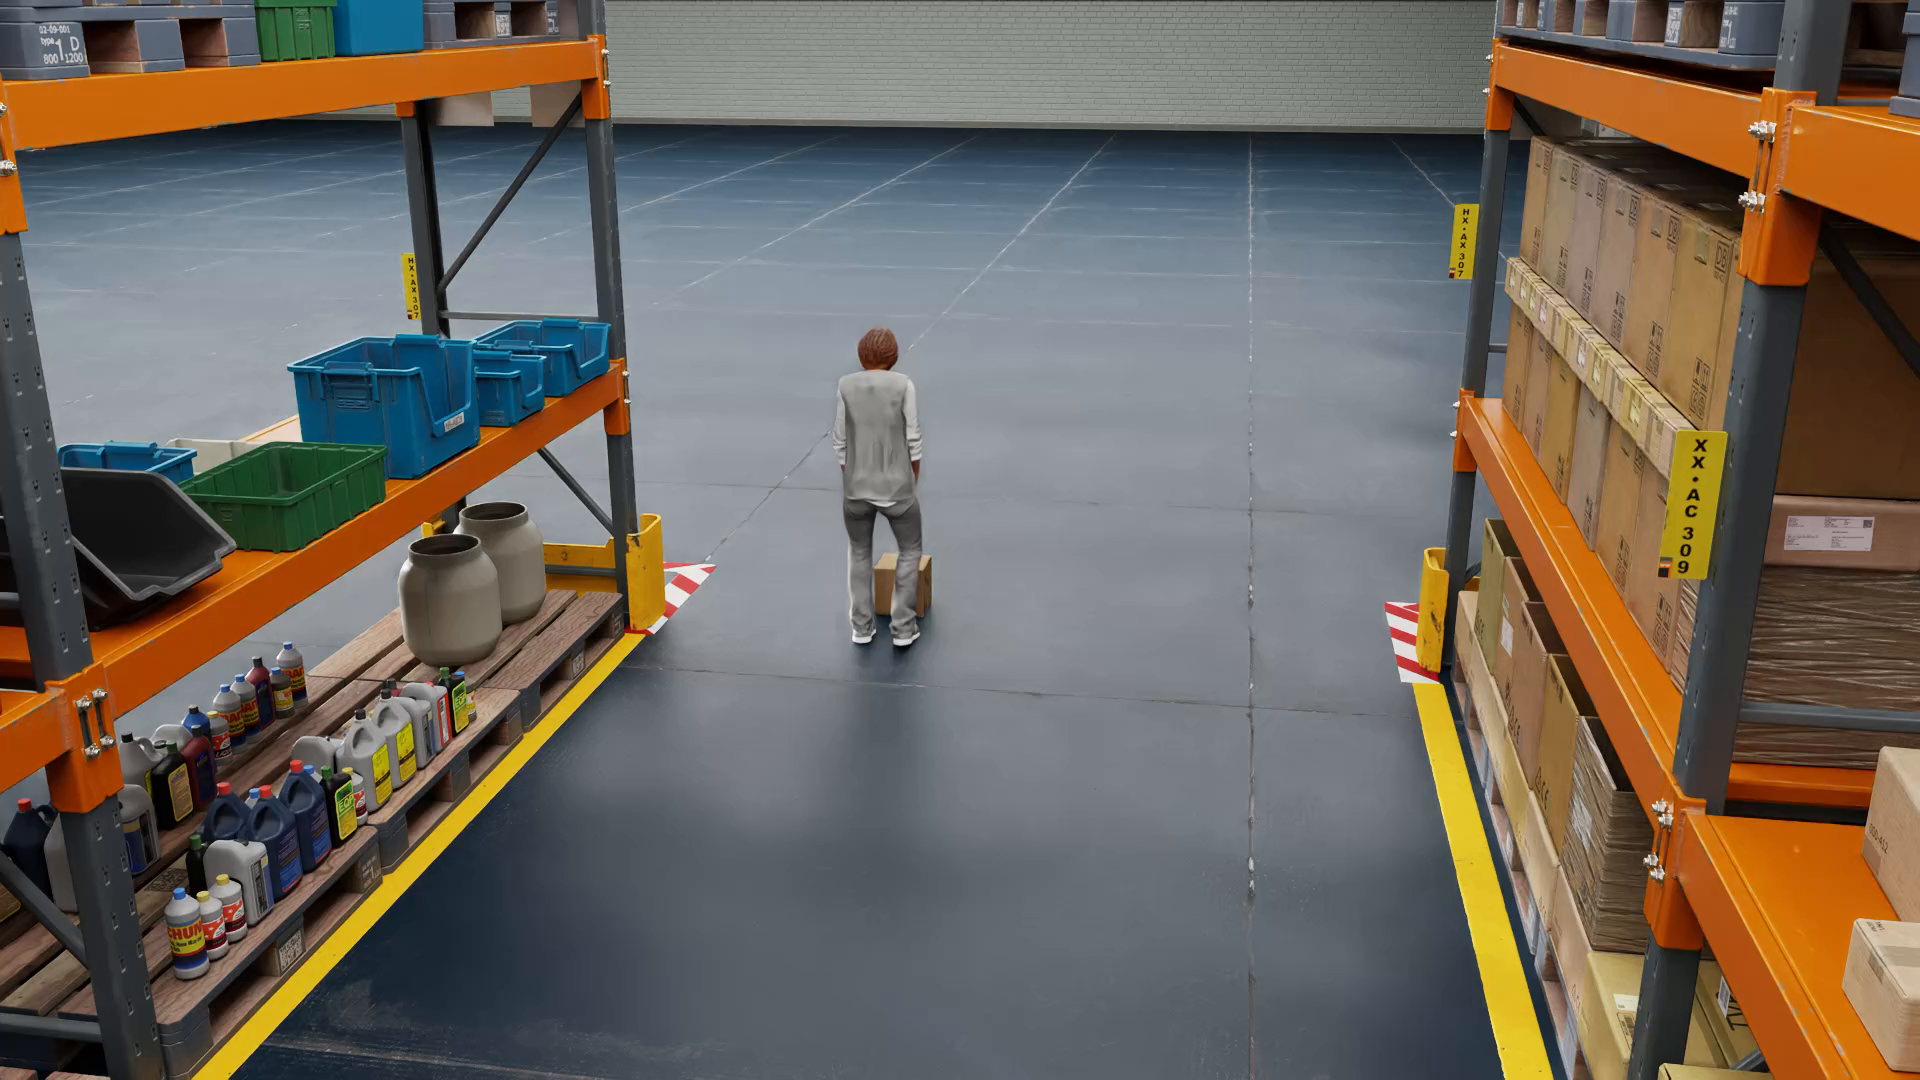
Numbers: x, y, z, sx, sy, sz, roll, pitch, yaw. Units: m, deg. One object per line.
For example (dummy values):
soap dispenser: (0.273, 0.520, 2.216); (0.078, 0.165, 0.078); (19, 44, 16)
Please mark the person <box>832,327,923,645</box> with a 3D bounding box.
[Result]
person: (-0.396, -0.230, 7.929); (0.437, 1.511, 0.436); (3, 18, 10)
